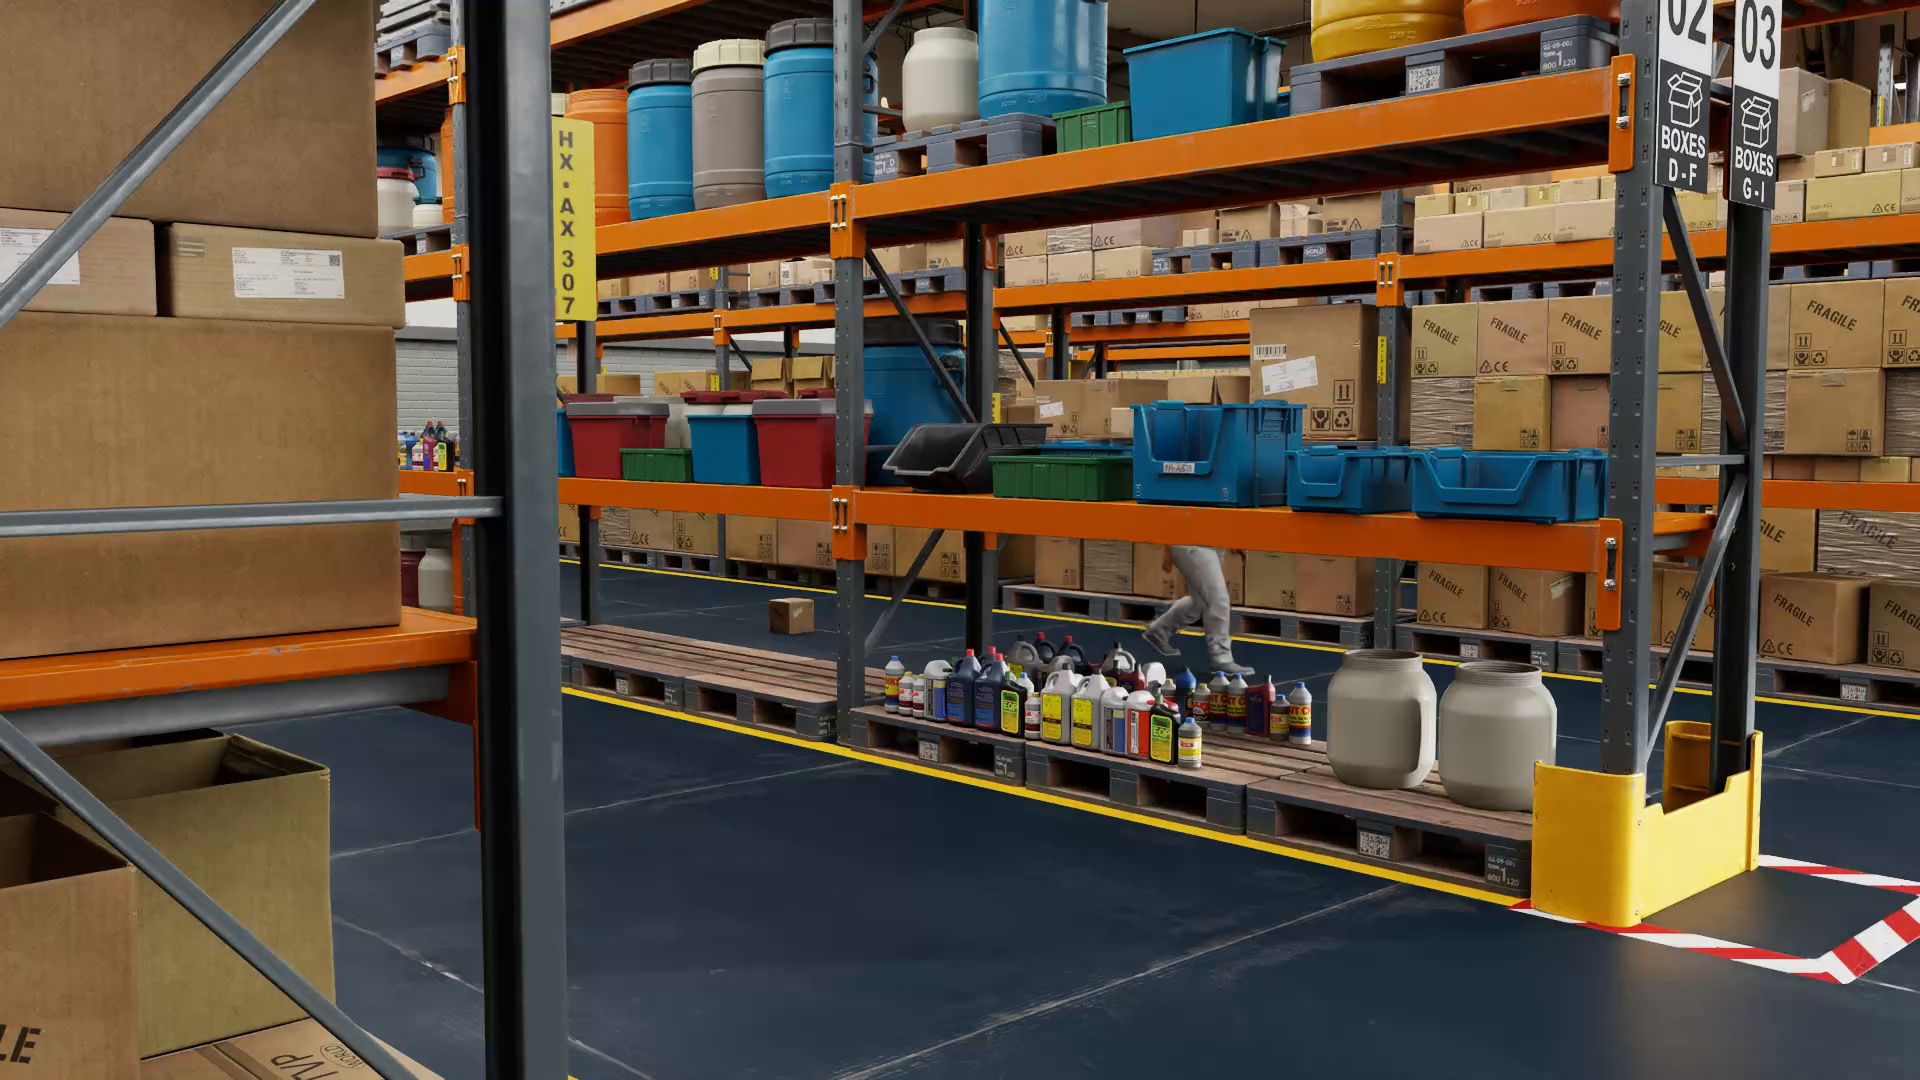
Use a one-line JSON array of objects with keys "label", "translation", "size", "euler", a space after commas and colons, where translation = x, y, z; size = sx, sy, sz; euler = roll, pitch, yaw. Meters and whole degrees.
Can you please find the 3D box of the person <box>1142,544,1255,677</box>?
[{"label": "person", "translation": [1.540, 0.042, 10.802], "size": [0.949, 1.617, 0.480], "euler": [3, 5, 38]}]
